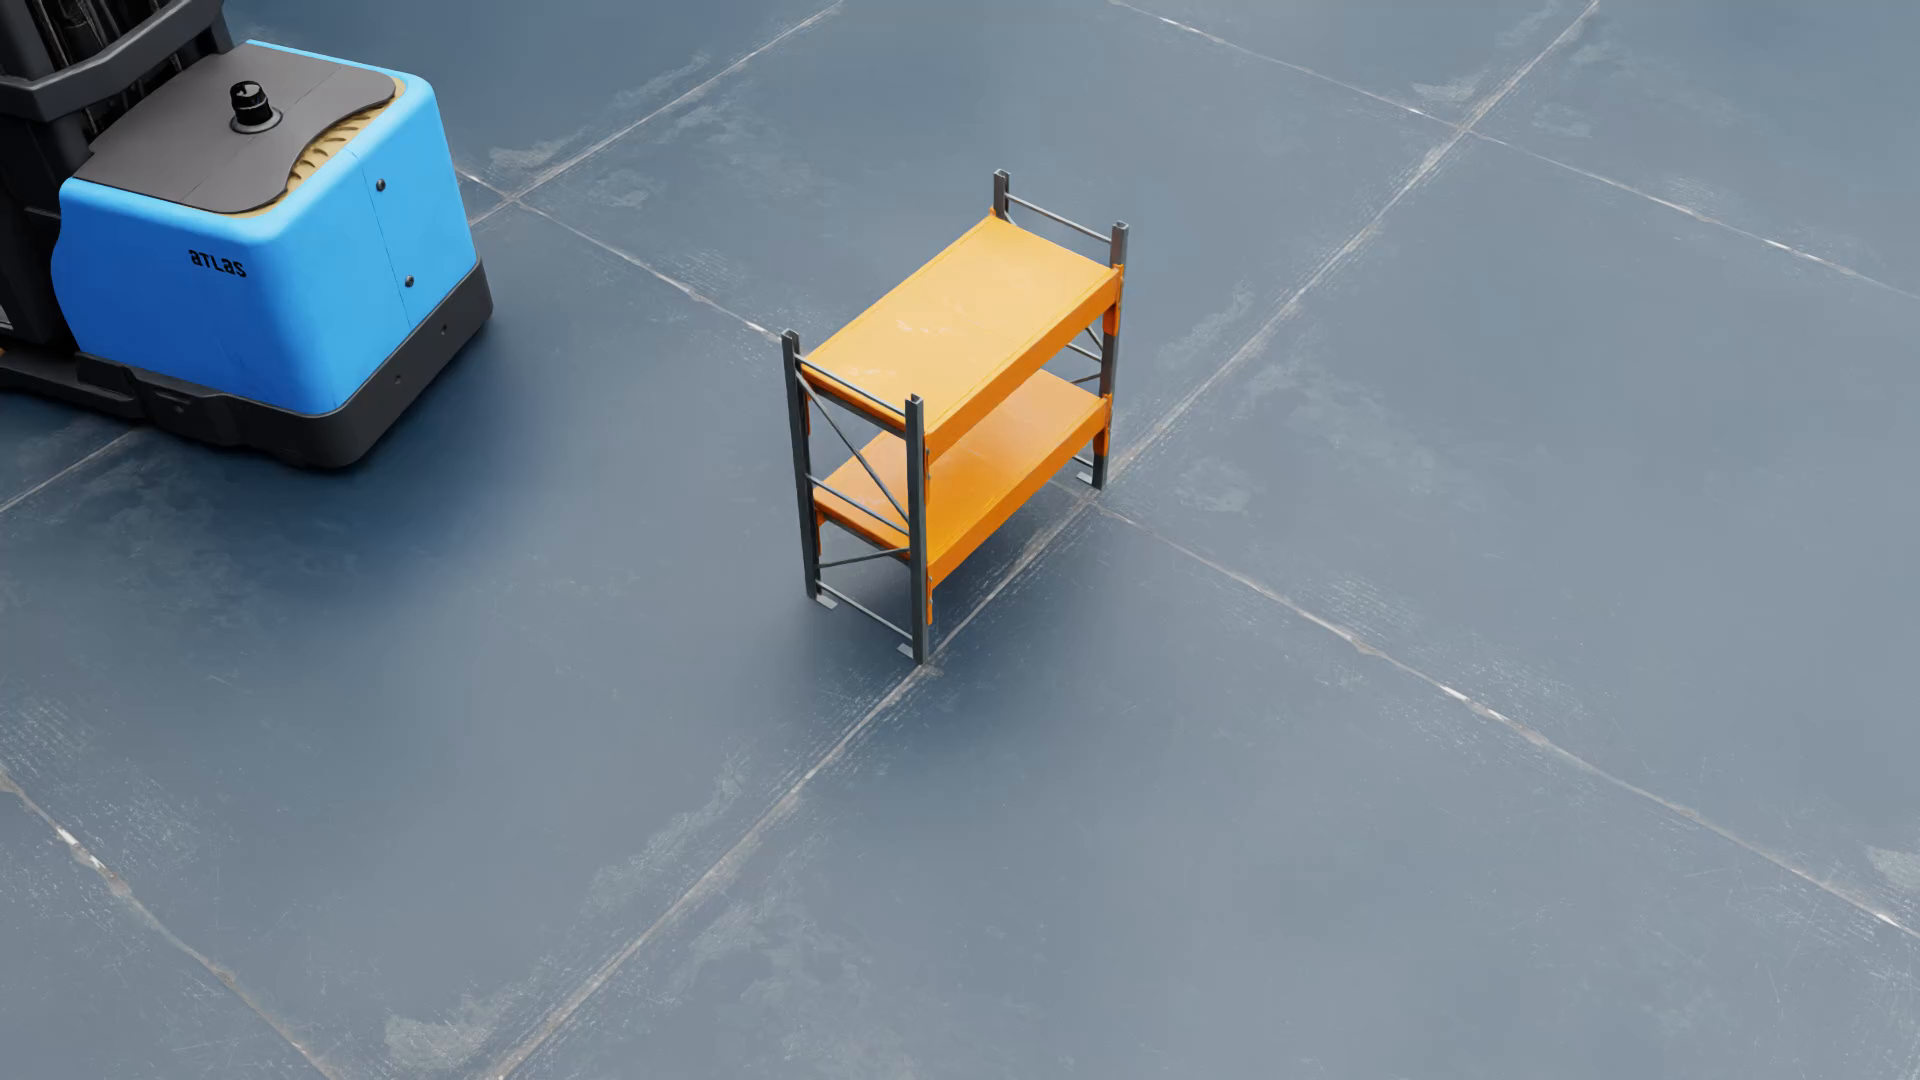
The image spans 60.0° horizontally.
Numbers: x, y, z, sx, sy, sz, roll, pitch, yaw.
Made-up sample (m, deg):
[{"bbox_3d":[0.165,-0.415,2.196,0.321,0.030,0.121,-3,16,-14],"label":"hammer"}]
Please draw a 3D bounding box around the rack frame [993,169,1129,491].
[{"bbox_3d":[0.315,-0.683,5.625,0.500,1.125,0.032,29,53,25],"label":"rack frame"}]

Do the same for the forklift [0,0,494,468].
[{"bbox_3d":[-3.399,-1.936,5.572,3.031,2.935,1.130,15,48,14],"label":"forklift"}]

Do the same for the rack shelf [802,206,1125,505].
[{"bbox_3d":[0.004,-0.595,5.135,0.538,0.278,1.000,29,53,25],"label":"rack shelf"}]

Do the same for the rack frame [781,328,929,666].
[{"bbox_3d":[-0.307,-0.102,5.069,0.500,1.125,0.032,29,53,25],"label":"rack frame"}]

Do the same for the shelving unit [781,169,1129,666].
[{"bbox_3d":[0.004,-0.392,5.347,0.538,1.125,1.048,29,53,25],"label":"shelving unit"}]

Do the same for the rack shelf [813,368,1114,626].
[{"bbox_3d":[0.004,-0.224,5.524,0.538,0.278,1.000,29,53,25],"label":"rack shelf"}]
